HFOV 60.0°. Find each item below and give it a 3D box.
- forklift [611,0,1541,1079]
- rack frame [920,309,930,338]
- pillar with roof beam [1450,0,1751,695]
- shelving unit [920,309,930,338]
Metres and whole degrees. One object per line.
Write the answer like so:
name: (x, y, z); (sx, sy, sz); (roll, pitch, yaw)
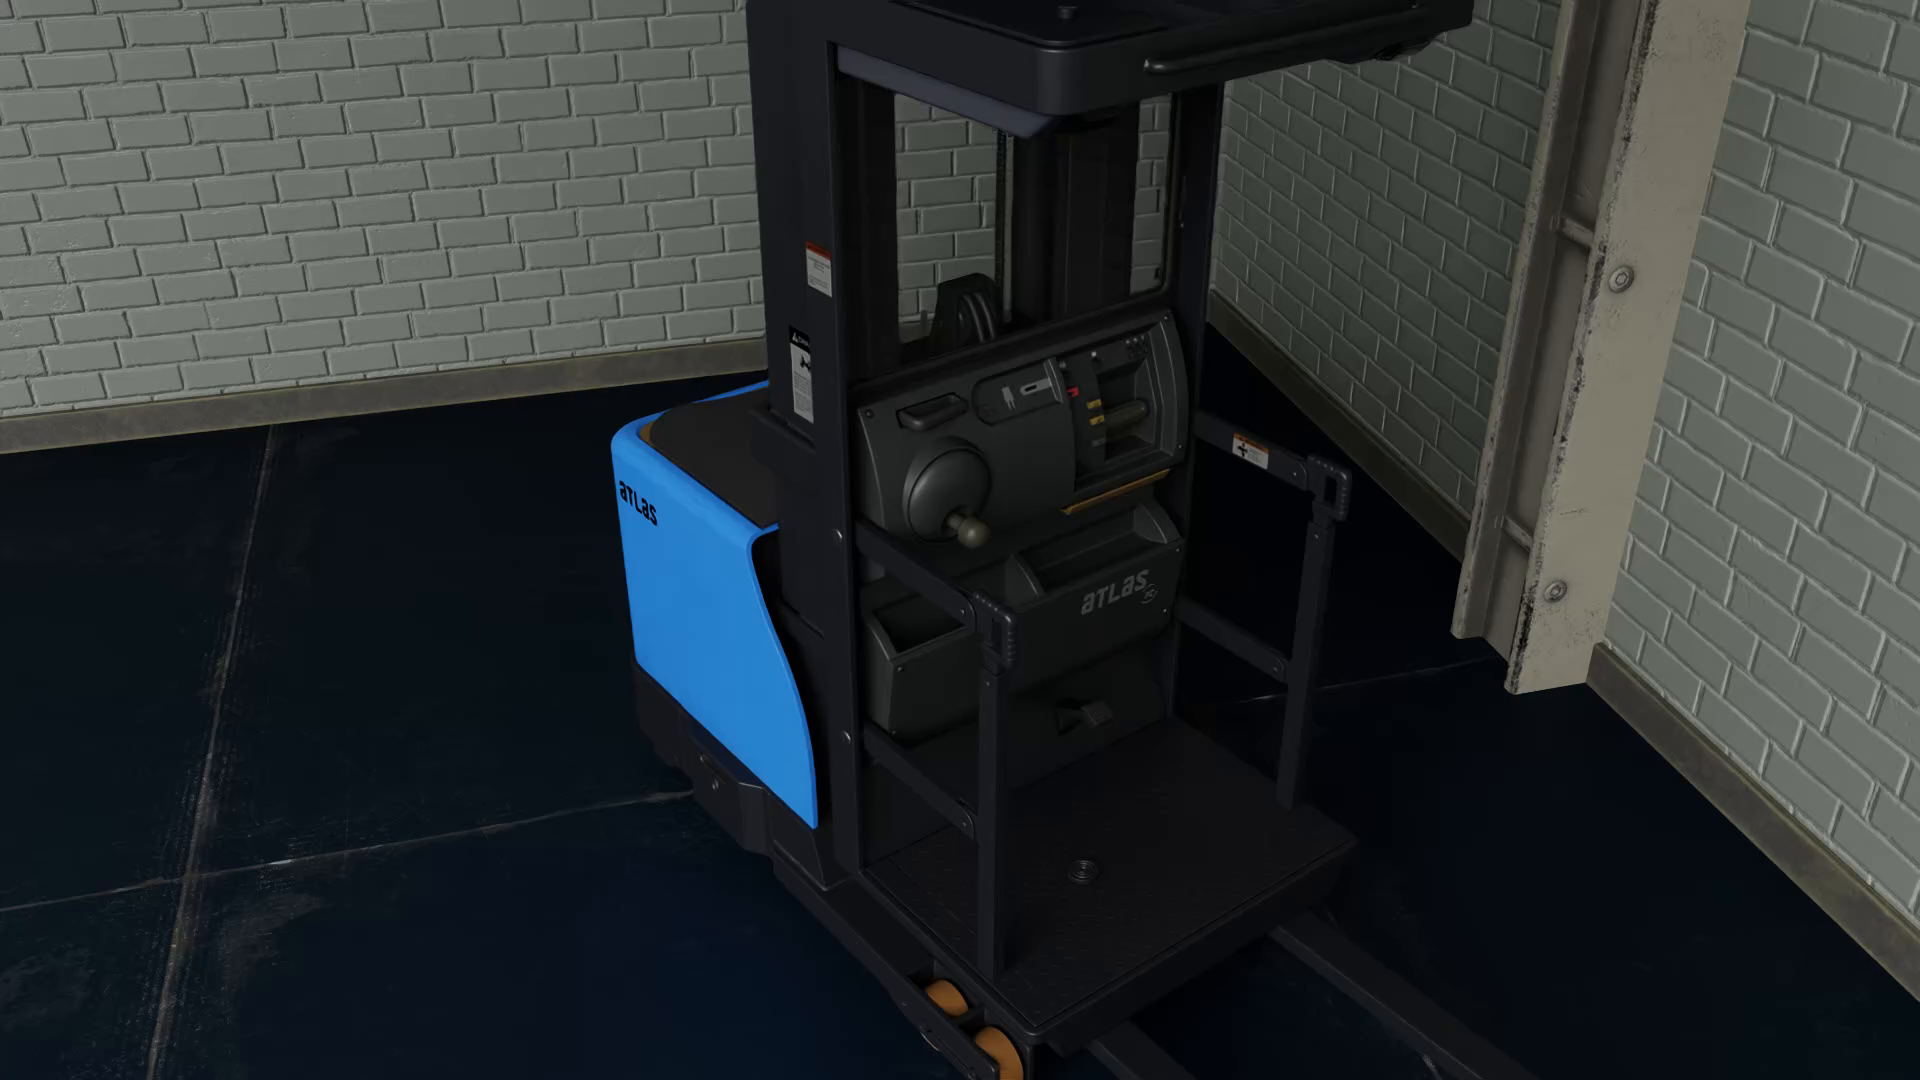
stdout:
forklift: (0.300, -0.222, 3.707); (1.130, 2.935, 3.031); (-21, 36, -32)
rack frame: (-0.025, -0.435, 6.103); (0.240, 0.900, 0.006); (-8, 31, -13)
pillar with roof beam: (-2.268, -2.937, 2.341); (9.100, 9.000, 0.400); (-8, 31, -13)
shelving unit: (0.002, -0.386, 6.018); (0.258, 0.900, 0.210); (-8, 31, -13)
